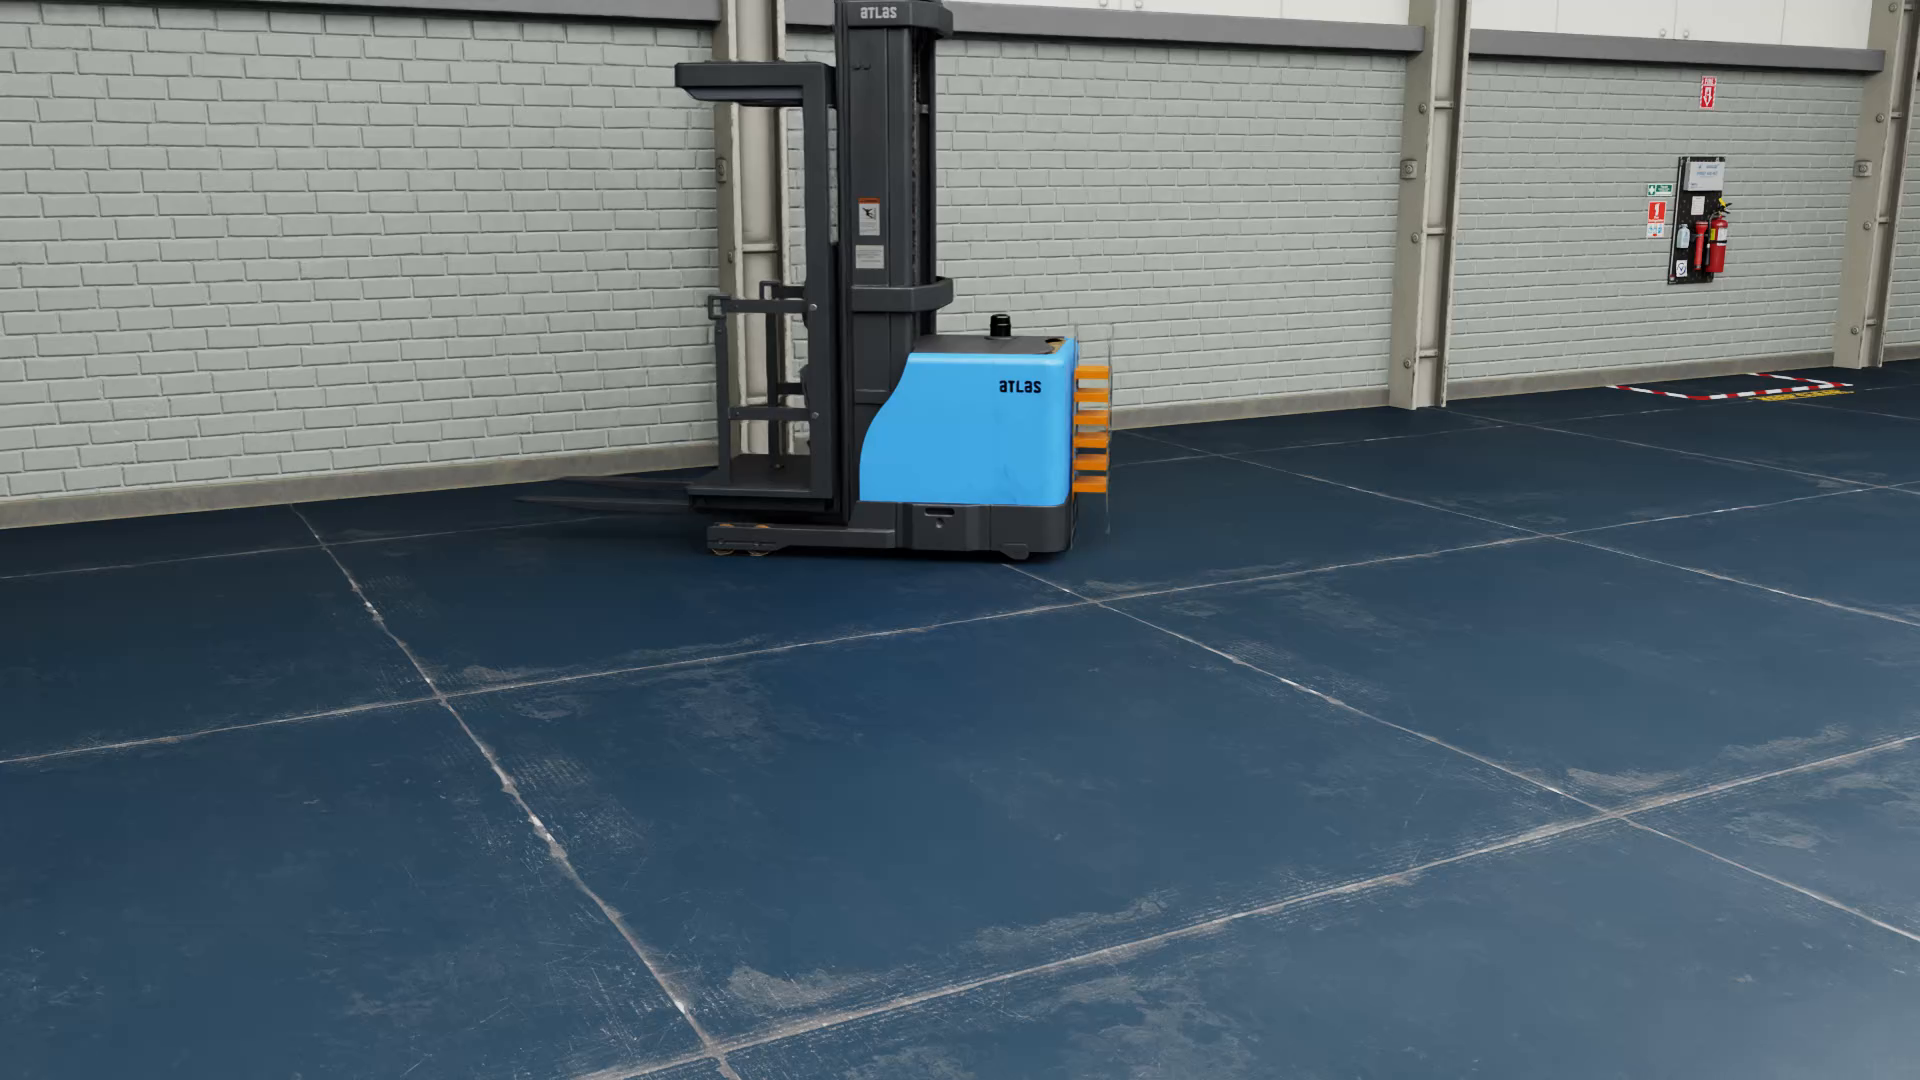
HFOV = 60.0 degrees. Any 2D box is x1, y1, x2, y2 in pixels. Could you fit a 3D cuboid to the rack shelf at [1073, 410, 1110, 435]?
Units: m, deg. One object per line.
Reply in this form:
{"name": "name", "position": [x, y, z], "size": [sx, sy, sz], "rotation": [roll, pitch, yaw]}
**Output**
{"name": "rack shelf", "position": [0.703, -0.629, 8.827], "size": [0.180, 0.103, 0.258], "rotation": [2, 13, 8]}

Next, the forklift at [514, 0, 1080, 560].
{"name": "forklift", "position": [-0.890, -1.455, 8.899], "size": [3.031, 2.935, 1.130], "rotation": [2, 13, 8]}

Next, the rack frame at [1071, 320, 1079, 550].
{"name": "rack frame", "position": [0.612, -0.558, 8.857], "size": [0.006, 1.200, 0.240], "rotation": [2, 13, 8]}

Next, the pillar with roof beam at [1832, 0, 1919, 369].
{"name": "pillar with roof beam", "position": [11.225, -5.338, 12.331], "size": [0.400, 9.000, 9.100], "rotation": [-7, 14, -28]}

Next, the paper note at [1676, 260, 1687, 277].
{"name": "paper note", "position": [6.786, -2.553, 15.627], "size": [0.142, 0.148, 0.016], "rotation": [-7, 14, -28]}

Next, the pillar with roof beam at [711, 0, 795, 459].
{"name": "pillar with roof beam", "position": [0.692, -4.075, 6.722], "size": [0.400, 9.000, 9.100], "rotation": [-7, 14, -28]}

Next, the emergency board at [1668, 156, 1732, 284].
{"name": "emergency board", "position": [6.975, -2.988, 15.554], "size": [0.643, 1.169, 0.194], "rotation": [-7, 14, -28]}

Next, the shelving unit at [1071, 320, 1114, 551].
{"name": "shelving unit", "position": [0.703, -0.555, 8.844], "size": [0.189, 1.200, 0.258], "rotation": [2, 13, 8]}

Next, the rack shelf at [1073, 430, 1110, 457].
{"name": "rack shelf", "position": [0.703, -0.512, 8.854], "size": [0.180, 0.103, 0.258], "rotation": [2, 13, 8]}

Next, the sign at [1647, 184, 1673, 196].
{"name": "sign", "position": [6.448, -3.224, 15.316], "size": [0.331, 0.109, 0.001], "rotation": [-7, 14, -28]}

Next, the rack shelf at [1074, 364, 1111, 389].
{"name": "rack shelf", "position": [0.703, -0.863, 8.775], "size": [0.180, 0.103, 0.258], "rotation": [2, 13, 8]}

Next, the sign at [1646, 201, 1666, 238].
{"name": "sign", "position": [6.440, -2.967, 15.380], "size": [0.234, 0.329, 0.001], "rotation": [-7, 14, -28]}

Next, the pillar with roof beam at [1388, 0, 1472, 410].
{"name": "pillar with roof beam", "position": [5.958, -4.706, 9.526], "size": [0.400, 9.000, 9.100], "rotation": [-7, 14, -28]}

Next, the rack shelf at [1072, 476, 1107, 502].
{"name": "rack shelf", "position": [0.703, -0.278, 8.906], "size": [0.180, 0.103, 0.258], "rotation": [2, 13, 8]}

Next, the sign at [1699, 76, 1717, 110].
{"name": "sign", "position": [6.920, -4.137, 15.381], "size": [0.199, 0.298, 0.001], "rotation": [-7, 14, -28]}

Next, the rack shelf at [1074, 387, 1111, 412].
{"name": "rack shelf", "position": [0.703, -0.746, 8.801], "size": [0.180, 0.103, 0.258], "rotation": [2, 13, 8]}

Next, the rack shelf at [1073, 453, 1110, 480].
{"name": "rack shelf", "position": [0.703, -0.395, 8.880], "size": [0.180, 0.103, 0.258], "rotation": [2, 13, 8]}

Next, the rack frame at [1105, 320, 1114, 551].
{"name": "rack frame", "position": [0.793, -0.552, 8.830], "size": [0.006, 1.200, 0.240], "rotation": [2, 13, 8]}
